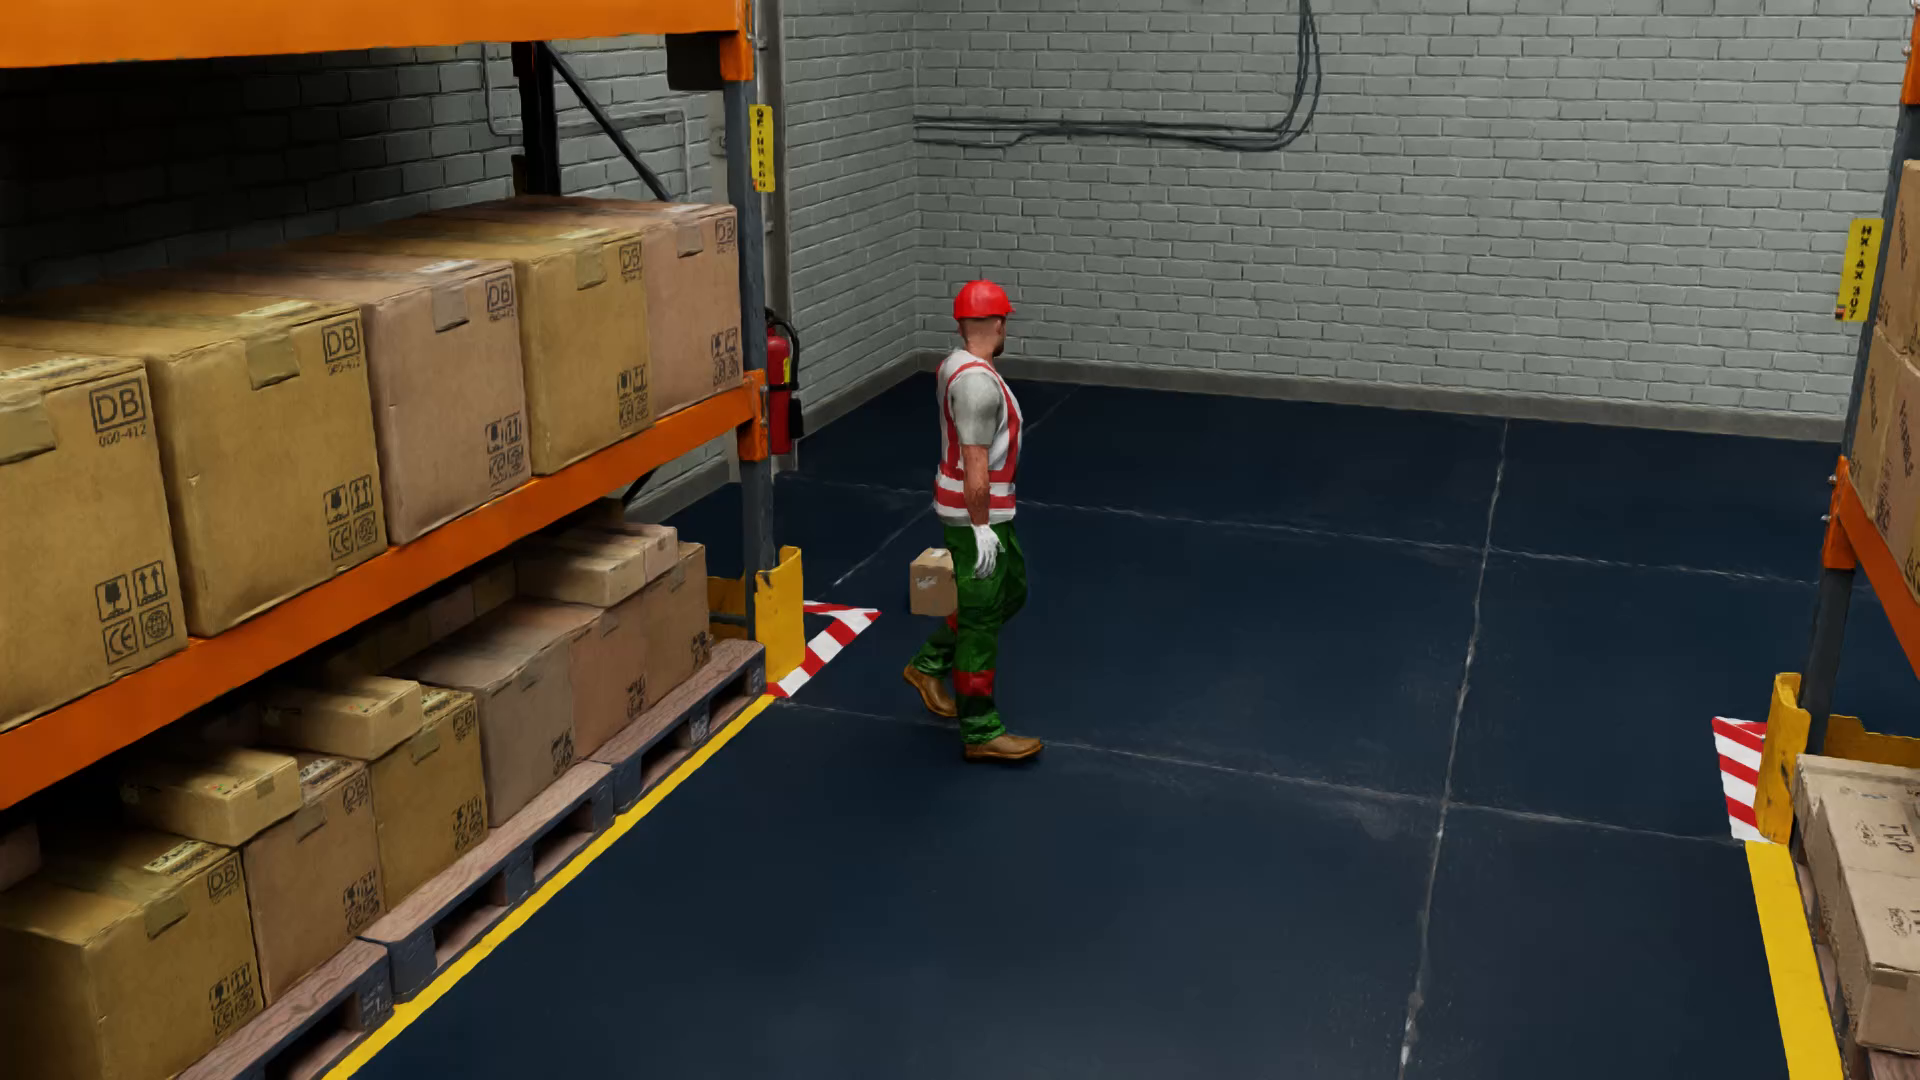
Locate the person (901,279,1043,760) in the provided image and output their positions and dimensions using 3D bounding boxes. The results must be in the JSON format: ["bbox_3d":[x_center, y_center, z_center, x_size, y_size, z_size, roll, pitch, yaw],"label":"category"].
[{"bbox_3d":[0.039,-0.082,6.259,0.532,1.775,0.607,-1,18,-2],"label":"person"}]
